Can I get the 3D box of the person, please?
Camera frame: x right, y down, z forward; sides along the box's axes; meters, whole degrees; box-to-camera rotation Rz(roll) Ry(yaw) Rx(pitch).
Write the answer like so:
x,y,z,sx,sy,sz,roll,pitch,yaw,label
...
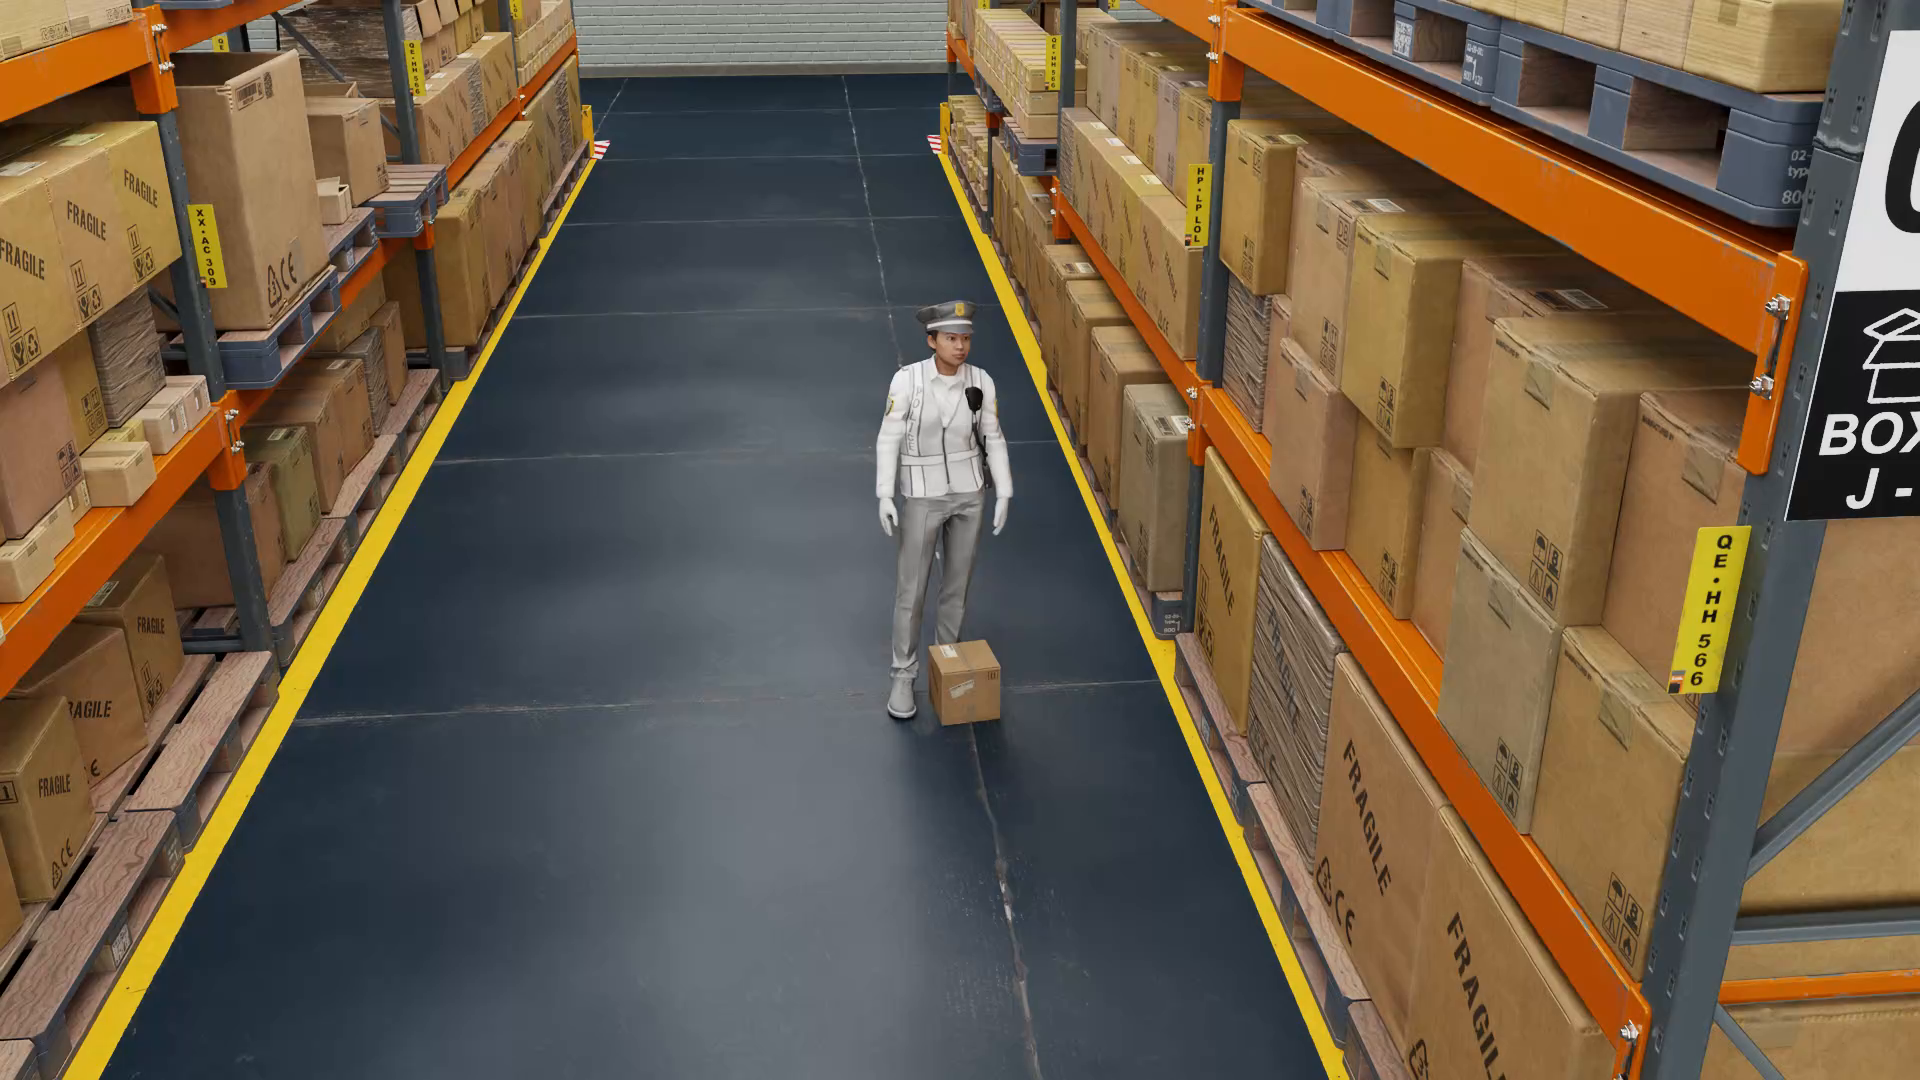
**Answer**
x,y,z,sx,sy,sz,roll,pitch,yaw,label
-0.056,-0.148,6.871,0.586,1.694,0.530,-5,24,-11,person
